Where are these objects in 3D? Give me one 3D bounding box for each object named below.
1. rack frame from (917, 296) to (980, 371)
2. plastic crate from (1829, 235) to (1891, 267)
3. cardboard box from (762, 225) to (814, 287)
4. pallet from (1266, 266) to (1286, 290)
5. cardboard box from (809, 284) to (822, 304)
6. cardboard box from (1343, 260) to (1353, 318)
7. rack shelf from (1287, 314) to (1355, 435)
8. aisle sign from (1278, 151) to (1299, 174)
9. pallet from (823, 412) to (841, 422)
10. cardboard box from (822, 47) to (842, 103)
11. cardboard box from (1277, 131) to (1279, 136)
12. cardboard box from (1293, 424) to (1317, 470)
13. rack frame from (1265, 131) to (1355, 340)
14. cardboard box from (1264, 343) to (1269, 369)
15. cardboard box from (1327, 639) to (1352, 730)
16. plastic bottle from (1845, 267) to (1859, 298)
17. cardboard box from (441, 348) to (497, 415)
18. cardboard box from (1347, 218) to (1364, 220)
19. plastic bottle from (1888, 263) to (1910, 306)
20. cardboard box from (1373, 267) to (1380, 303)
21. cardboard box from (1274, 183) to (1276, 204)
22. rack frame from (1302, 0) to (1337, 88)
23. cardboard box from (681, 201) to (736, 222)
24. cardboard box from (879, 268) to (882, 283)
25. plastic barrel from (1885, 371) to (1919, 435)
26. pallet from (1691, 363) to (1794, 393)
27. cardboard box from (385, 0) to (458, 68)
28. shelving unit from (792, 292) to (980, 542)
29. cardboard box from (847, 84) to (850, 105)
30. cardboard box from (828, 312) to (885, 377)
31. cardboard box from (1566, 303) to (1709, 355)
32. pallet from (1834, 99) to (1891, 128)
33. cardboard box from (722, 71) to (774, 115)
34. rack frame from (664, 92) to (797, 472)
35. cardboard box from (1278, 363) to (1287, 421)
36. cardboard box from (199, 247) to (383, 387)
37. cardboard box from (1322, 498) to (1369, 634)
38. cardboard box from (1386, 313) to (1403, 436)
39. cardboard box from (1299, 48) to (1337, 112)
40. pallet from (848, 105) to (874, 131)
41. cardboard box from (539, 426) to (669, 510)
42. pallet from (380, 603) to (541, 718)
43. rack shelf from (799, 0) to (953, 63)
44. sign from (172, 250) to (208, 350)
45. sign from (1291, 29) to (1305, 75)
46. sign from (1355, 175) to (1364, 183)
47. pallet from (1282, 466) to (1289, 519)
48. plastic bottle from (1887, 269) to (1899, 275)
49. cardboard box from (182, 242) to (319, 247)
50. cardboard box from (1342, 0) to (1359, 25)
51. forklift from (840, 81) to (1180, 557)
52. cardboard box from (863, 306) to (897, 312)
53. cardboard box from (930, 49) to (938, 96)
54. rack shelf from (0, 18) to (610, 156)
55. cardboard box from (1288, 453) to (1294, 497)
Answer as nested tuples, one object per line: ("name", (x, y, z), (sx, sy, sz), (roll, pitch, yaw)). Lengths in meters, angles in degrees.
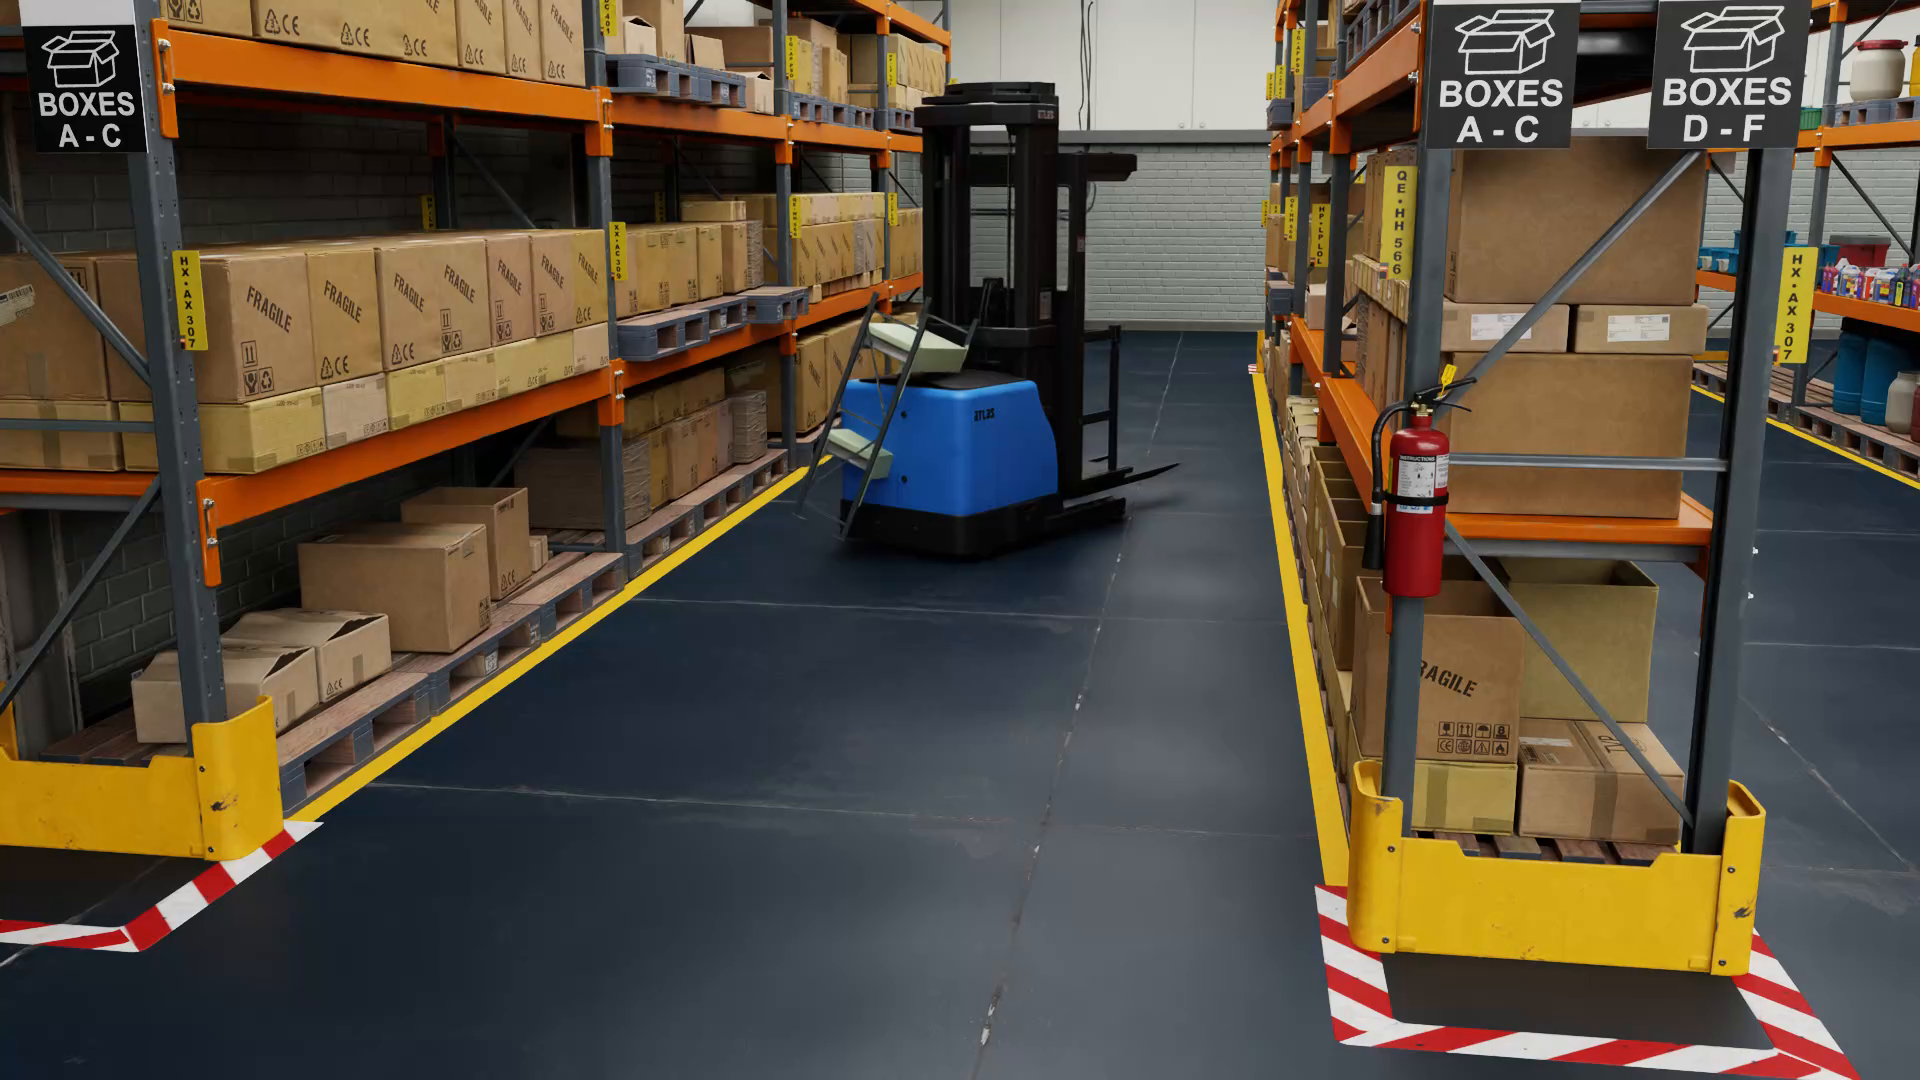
("rack frame", (-0.310, -0.816, 10.872), (0.400, 1.500, 0.023), (27, 16, 20))
("plastic crate", (8.943, -2.799, 16.566), (0.402, 0.464, 0.583), (2, 12, 9))
("cardboard box", (-1.519, -2.346, 13.767), (0.500, 0.500, 0.500), (2, 12, 10))
("pallet", (3.433, -2.465, 15.767), (1.003, 0.211, 1.213), (2, 12, 9))
("cardboard box", (-1.395, -2.101, 14.173), (0.380, 0.149, 0.250), (2, 12, 10))
("cardboard box", (2.807, -1.588, 11.005), (0.500, 0.500, 0.500), (1, 12, 6))
("rack shelf", (2.741, -1.121, 10.783), (1.077, 0.370, 4.000), (2, 12, 9))
("aisle sign", (4.000, -4.849, 20.202), (0.394, 0.787, 0.004), (2, 12, 9))
("pallet", (-1.461, -1.100, 15.599), (1.003, 0.211, 1.213), (2, 12, 9))
("cardboard box", (-1.497, -4.314, 15.490), (0.700, 0.500, 0.500), (2, 12, 8))
("cardboard box", (3.632, -4.433, 17.677), (0.500, 0.250, 0.500), (2, 12, 9))
("cardboard box", (2.447, -0.602, 10.866), (0.500, 0.311, 0.500), (2, 12, 8))
("rack frame", (4.279, -3.554, 20.366), (1.000, 3.000, 0.127), (2, 12, 9))
("cardboard box", (3.762, -2.113, 19.161), (0.500, 0.250, 0.500), (2, 12, 9))
("cardboard box", (1.749, 0.585, 6.687), (0.500, 0.250, 0.500), (2, 12, 9))
("plastic bottle", (8.009, -2.314, 14.916), (0.097, 0.271, 0.097), (0, 12, 0))
("cardboard box", (-2.458, -0.731, 7.573), (0.500, 0.250, 0.500), (2, 12, 9))
("cardboard box", (3.364, -2.462, 14.064), (0.700, 0.500, 0.500), (4, 13, 19))
("plastic bottle", (7.874, -2.138, 13.909), (0.144, 0.351, 0.185), (2, 12, 9))
("cardboard box", (2.007, -1.104, 7.220), (0.380, 0.149, 0.250), (2, 12, 7))
("cardboard box", (3.640, -3.585, 17.896), (0.500, 0.500, 0.500), (2, 12, 9))
("rack frame", (3.049, -4.822, 12.007), (1.000, 3.000, 0.127), (2, 12, 9))
("cardboard box", (-1.905, -2.490, 12.604), (0.380, 0.149, 0.250), (0, 12, -1))
("cardboard box", (-1.004, -2.689, 16.899), (0.380, 0.149, 0.250), (2, 12, 9))
("plastic barrel", (8.173, -1.175, 14.233), (0.421, 0.512, 0.421), (0, 12, 0))
("pallet", (9.008, -1.860, 19.121), (1.003, 0.211, 1.213), (2, 12, 9))
("cardboard box", (-2.523, -2.301, 7.145), (0.500, 0.500, 0.500), (3, 12, 12))
("shelving unit", (-0.464, -0.782, 10.542), (0.431, 1.500, 0.755), (27, 16, 20))
("cardboard box", (-1.358, -4.679, 17.585), (0.500, 0.250, 0.500), (2, 12, 9))
("cardboard box", (-1.203, -1.896, 16.778), (0.750, 0.750, 0.750), (2, 12, 9))
("cardboard box", (2.092, -0.664, 5.179), (0.380, 0.149, 0.250), (2, 12, 8))
("pallet", (8.534, -3.768, 14.686), (1.213, 0.211, 1.003), (2, 12, 9))
("cardboard box", (-1.690, -3.323, 12.335), (0.500, 0.311, 0.500), (2, 12, 9))
("rack frame", (-1.846, -2.049, 13.380), (1.000, 3.000, 0.127), (2, 12, 9))
("cardboard box", (3.115, -1.302, 14.802), (0.500, 0.500, 0.500), (1, 12, 7))
("cardboard box", (-2.621, -0.879, 6.479), (0.500, 0.500, 0.500), (2, 12, 9))
("cardboard box", (1.824, 0.115, 7.091), (0.500, 0.500, 0.500), (2, 12, 9))
("cardboard box", (2.138, -0.692, 6.845), (0.700, 0.500, 0.500), (2, 12, 10))
("cardboard box", (3.083, -3.496, 12.739), (0.910, 0.500, 0.500), (2, 12, 9))
("pallet", (-1.324, -4.062, 16.055), (0.805, 0.209, 1.217), (1, 12, 6))
("cardboard box", (-2.335, -0.472, 10.953), (0.700, 0.500, 0.500), (2, 12, 8))
("pallet", (-2.715, 0.543, 7.974), (1.003, 0.211, 1.213), (2, 12, 9))
("rack shelf", (-0.924, -5.683, 18.661), (1.077, 0.370, 4.000), (2, 12, 9))
("sign", (-2.541, -0.789, 5.480), (0.100, 0.325, 0.005), (2, 12, 9))
("sign", (2.513, -3.626, 12.352), (0.100, 0.325, 0.005), (2, 12, 9))
("sign", (4.825, -4.253, 20.108), (0.100, 0.325, 0.005), (2, 12, 9))
("pallet", (2.884, -0.356, 12.143), (1.003, 0.211, 1.213), (2, 12, 9))
("plastic bottle", (8.118, -2.218, 14.460), (0.152, 0.276, 0.135), (2, 12, 9))
("cardboard box", (-3.052, -1.004, 7.059), (0.500, 0.500, 0.500), (2, 12, 7))
("cardboard box", (2.096, -2.749, 7.942), (0.500, 0.500, 0.500), (3, 13, 13))
("forklift", (0.504, -1.586, 11.394), (1.130, 2.935, 3.031), (9, 15, 36))
("cardboard box", (-0.958, -2.687, 19.741), (0.380, 0.149, 0.250), (2, 12, 9))
("cardboard box", (-0.547, -5.463, 19.443), (0.500, 0.500, 0.500), (2, 12, 10))
("rack shelf", (-2.769, -1.914, 7.344), (1.077, 0.370, 4.000), (2, 12, 9))
("cardboard box", (2.528, -0.438, 11.434), (0.500, 0.250, 0.500), (2, 12, 7))
